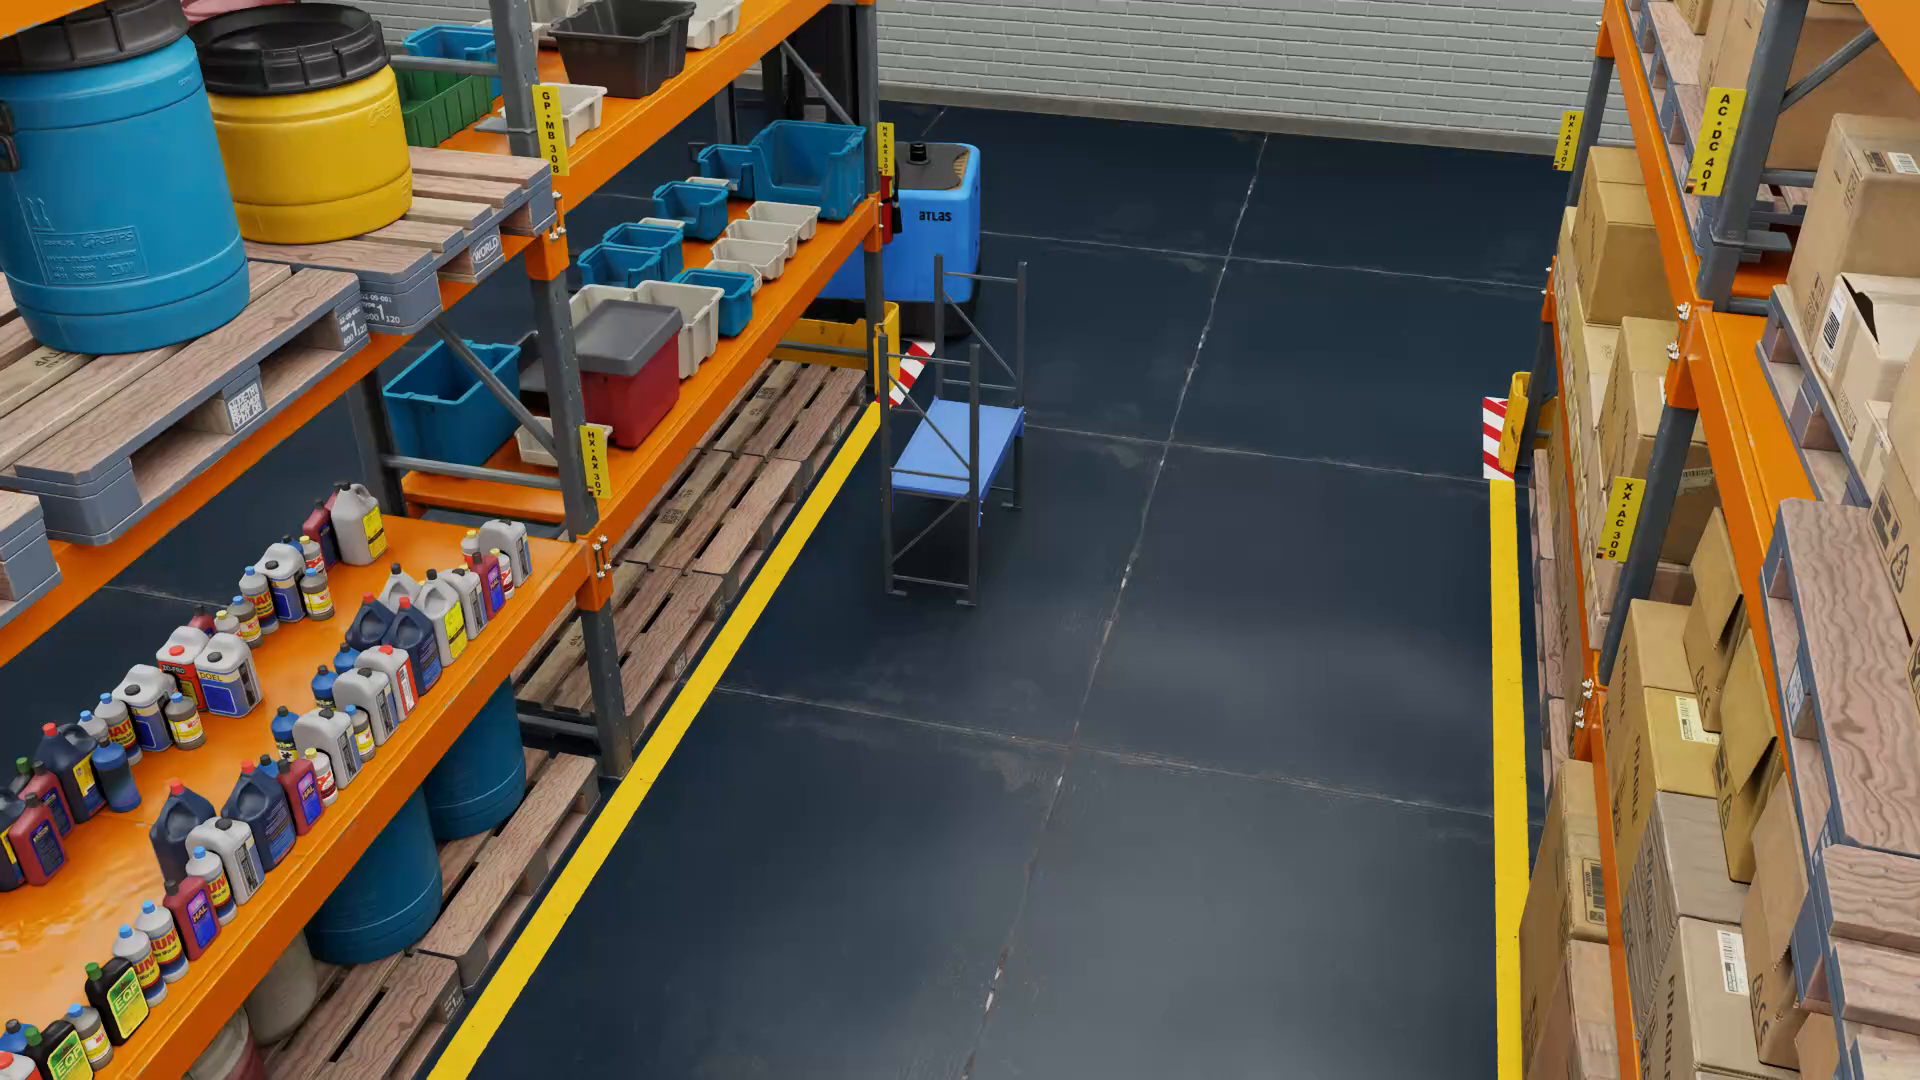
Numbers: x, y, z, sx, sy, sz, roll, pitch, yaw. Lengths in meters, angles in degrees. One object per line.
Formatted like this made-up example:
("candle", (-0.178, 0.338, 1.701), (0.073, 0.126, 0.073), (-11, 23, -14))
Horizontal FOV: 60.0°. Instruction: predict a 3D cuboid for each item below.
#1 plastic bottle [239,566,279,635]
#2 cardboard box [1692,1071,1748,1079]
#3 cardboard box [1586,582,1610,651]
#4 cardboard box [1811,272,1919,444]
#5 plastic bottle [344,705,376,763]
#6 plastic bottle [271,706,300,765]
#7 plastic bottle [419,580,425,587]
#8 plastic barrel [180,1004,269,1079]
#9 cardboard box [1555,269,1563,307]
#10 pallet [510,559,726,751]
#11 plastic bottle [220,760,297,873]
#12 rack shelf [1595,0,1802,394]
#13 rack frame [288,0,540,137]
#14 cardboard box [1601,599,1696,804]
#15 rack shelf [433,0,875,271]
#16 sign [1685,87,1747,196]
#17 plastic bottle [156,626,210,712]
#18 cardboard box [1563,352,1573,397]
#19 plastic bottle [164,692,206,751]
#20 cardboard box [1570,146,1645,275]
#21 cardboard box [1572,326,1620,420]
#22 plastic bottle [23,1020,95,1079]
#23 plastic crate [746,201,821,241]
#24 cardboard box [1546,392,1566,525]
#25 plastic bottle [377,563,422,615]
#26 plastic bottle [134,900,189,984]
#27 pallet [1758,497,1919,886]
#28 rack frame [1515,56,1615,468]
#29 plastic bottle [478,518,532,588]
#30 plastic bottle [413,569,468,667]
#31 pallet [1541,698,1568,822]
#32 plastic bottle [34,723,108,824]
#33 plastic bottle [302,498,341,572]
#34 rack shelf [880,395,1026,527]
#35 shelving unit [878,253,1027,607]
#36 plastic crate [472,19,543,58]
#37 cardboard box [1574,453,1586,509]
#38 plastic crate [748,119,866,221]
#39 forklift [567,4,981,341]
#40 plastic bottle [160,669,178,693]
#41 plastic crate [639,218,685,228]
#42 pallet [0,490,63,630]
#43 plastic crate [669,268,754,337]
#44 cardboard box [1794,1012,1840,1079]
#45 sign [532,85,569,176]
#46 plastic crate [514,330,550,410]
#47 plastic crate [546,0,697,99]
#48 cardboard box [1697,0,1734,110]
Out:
("plastic bottle", (-2.631, 0.219, 6.229), (0.097, 0.271, 0.097), (0, 32, 0))
("cardboard box", (1.926, 1.621, 3.812), (0.500, 0.500, 0.500), (7, 33, 11))
("cardboard box", (2.555, 0.308, 6.204), (0.380, 0.149, 0.250), (8, 33, 13))
("cardboard box", (2.429, -0.444, 4.048), (0.500, 0.311, 0.500), (7, 33, 11))
("plastic bottle", (-2.042, 0.648, 5.620), (0.097, 0.201, 0.097), (0, 32, 0))
("plastic bottle", (-2.223, 0.667, 5.524), (0.097, 0.271, 0.097), (0, 32, 0))
("plastic bottle", (-2.002, 0.245, 6.254), (0.097, 0.201, 0.097), (0, 32, 0))
("plastic barrel", (-2.617, 1.804, 5.472), (0.600, 0.588, 0.708), (8, 33, 12))
("cardboard box", (3.337, -1.292, 8.721), (0.380, 0.149, 0.250), (8, 33, 12))
("pallet", (-1.847, 0.520, 8.235), (1.003, 0.211, 1.213), (8, 33, 12))
("plastic bottle", (-2.193, 0.844, 5.172), (0.144, 0.351, 0.185), (8, 33, 12))
("rack shelf", (3.302, -1.595, 6.838), (1.077, 0.370, 4.000), (8, 33, 12))
("rack frame", (-1.996, -2.801, 5.269), (1.000, 3.000, 0.127), (8, 33, 12))
("cardboard box", (2.436, 0.567, 5.469), (0.500, 0.500, 0.500), (8, 33, 13))
("rack shelf", (-1.489, -2.270, 7.899), (1.077, 0.370, 4.000), (8, 33, 12))
("sign", (2.257, -1.188, 4.970), (0.100, 0.325, 0.005), (8, 33, 12))
("plastic bottle", (-2.717, 0.452, 5.859), (0.152, 0.276, 0.135), (8, 33, 12))
("cardboard box", (3.076, -0.758, 7.881), (0.380, 0.149, 0.250), (8, 33, 12))
("plastic bottle", (-2.651, 0.611, 5.679), (0.097, 0.201, 0.097), (0, 32, 0))
("cardboard box", (3.300, -1.578, 8.100), (0.500, 0.500, 0.500), (7, 33, 11))
("cardboard box", (3.043, -0.719, 7.447), (0.500, 0.250, 0.500), (7, 33, 11))
("plastic bottle", (-2.393, 1.371, 4.406), (0.061, 0.283, 0.133), (8, 33, 12))
("plastic crate", (-1.013, -1.812, 9.494), (0.396, 0.136, 0.243), (8, 33, 12))
("cardboard box", (3.725, -0.609, 9.000), (0.875, 0.875, 0.875), (8, 33, 12))
("plastic bottle", (-2.053, 0.253, 6.102), (0.144, 0.351, 0.185), (8, 33, 12))
("plastic bottle", (-2.299, 1.144, 4.775), (0.097, 0.271, 0.097), (0, 32, 0))
("pallet", (2.172, 0.372, 3.249), (1.003, 0.211, 1.213), (10, 34, 15))
("rack frame", (3.810, -1.671, 9.083), (1.000, 3.000, 0.127), (8, 33, 12))
("plastic bottle", (-1.784, 0.031, 6.521), (0.152, 0.276, 0.135), (8, 33, 12))
("plastic bottle", (-1.913, 0.273, 6.071), (0.144, 0.351, 0.185), (8, 33, 12))
("pallet", (3.063, 1.198, 7.170), (1.003, 0.211, 1.213), (8, 33, 12))
("plastic bottle", (-2.870, 0.724, 5.362), (0.144, 0.351, 0.185), (8, 33, 12))
("plastic bottle", (-2.536, -0.019, 6.593), (0.061, 0.283, 0.133), (8, 33, 12))
("rack shelf", (-0.022, -0.437, 8.875), (0.538, 0.185, 1.000), (8, 33, 12))
("shelving unit", (-0.022, -0.589, 8.778), (0.538, 1.500, 1.048), (8, 33, 12))
("plastic crate", (-2.042, -2.136, 7.264), (0.293, 0.136, 0.466), (8, 33, 12))
("cardboard box", (2.816, -0.226, 7.044), (0.380, 0.149, 0.250), (9, 33, 13))
("plastic crate", (-0.886, -2.186, 9.804), (0.616, 0.435, 0.499), (8, 33, 12))
("forklift", (-1.393, -2.910, 11.096), (3.031, 2.935, 1.130), (3, 33, 4))
("plastic bottle", (-2.773, 0.539, 5.791), (0.097, 0.201, 0.097), (0, 32, 0))
("plastic crate", (-1.696, -1.669, 9.269), (0.250, 0.136, 0.298), (8, 33, 12))
("pallet", (-2.723, 0.236, 3.462), (1.003, 0.211, 1.213), (8, 33, 12))
("plastic crate", (-1.254, -1.199, 8.441), (0.416, 0.233, 0.300), (8, 33, 12))
("cardboard box", (2.149, 1.300, 3.381), (0.797, 0.503, 0.637), (9, 33, 13))
("sign", (-1.465, -1.463, 5.952), (0.100, 0.325, 0.005), (8, 33, 12))
("plastic crate", (-1.972, -0.796, 7.907), (0.437, 0.125, 0.590), (8, 33, 12))
("plastic crate", (-1.416, -2.088, 7.064), (0.497, 0.269, 0.590), (8, 33, 12))
("cardboard box", (3.076, -1.816, 5.936), (0.700, 0.500, 0.500), (10, 34, 15))
